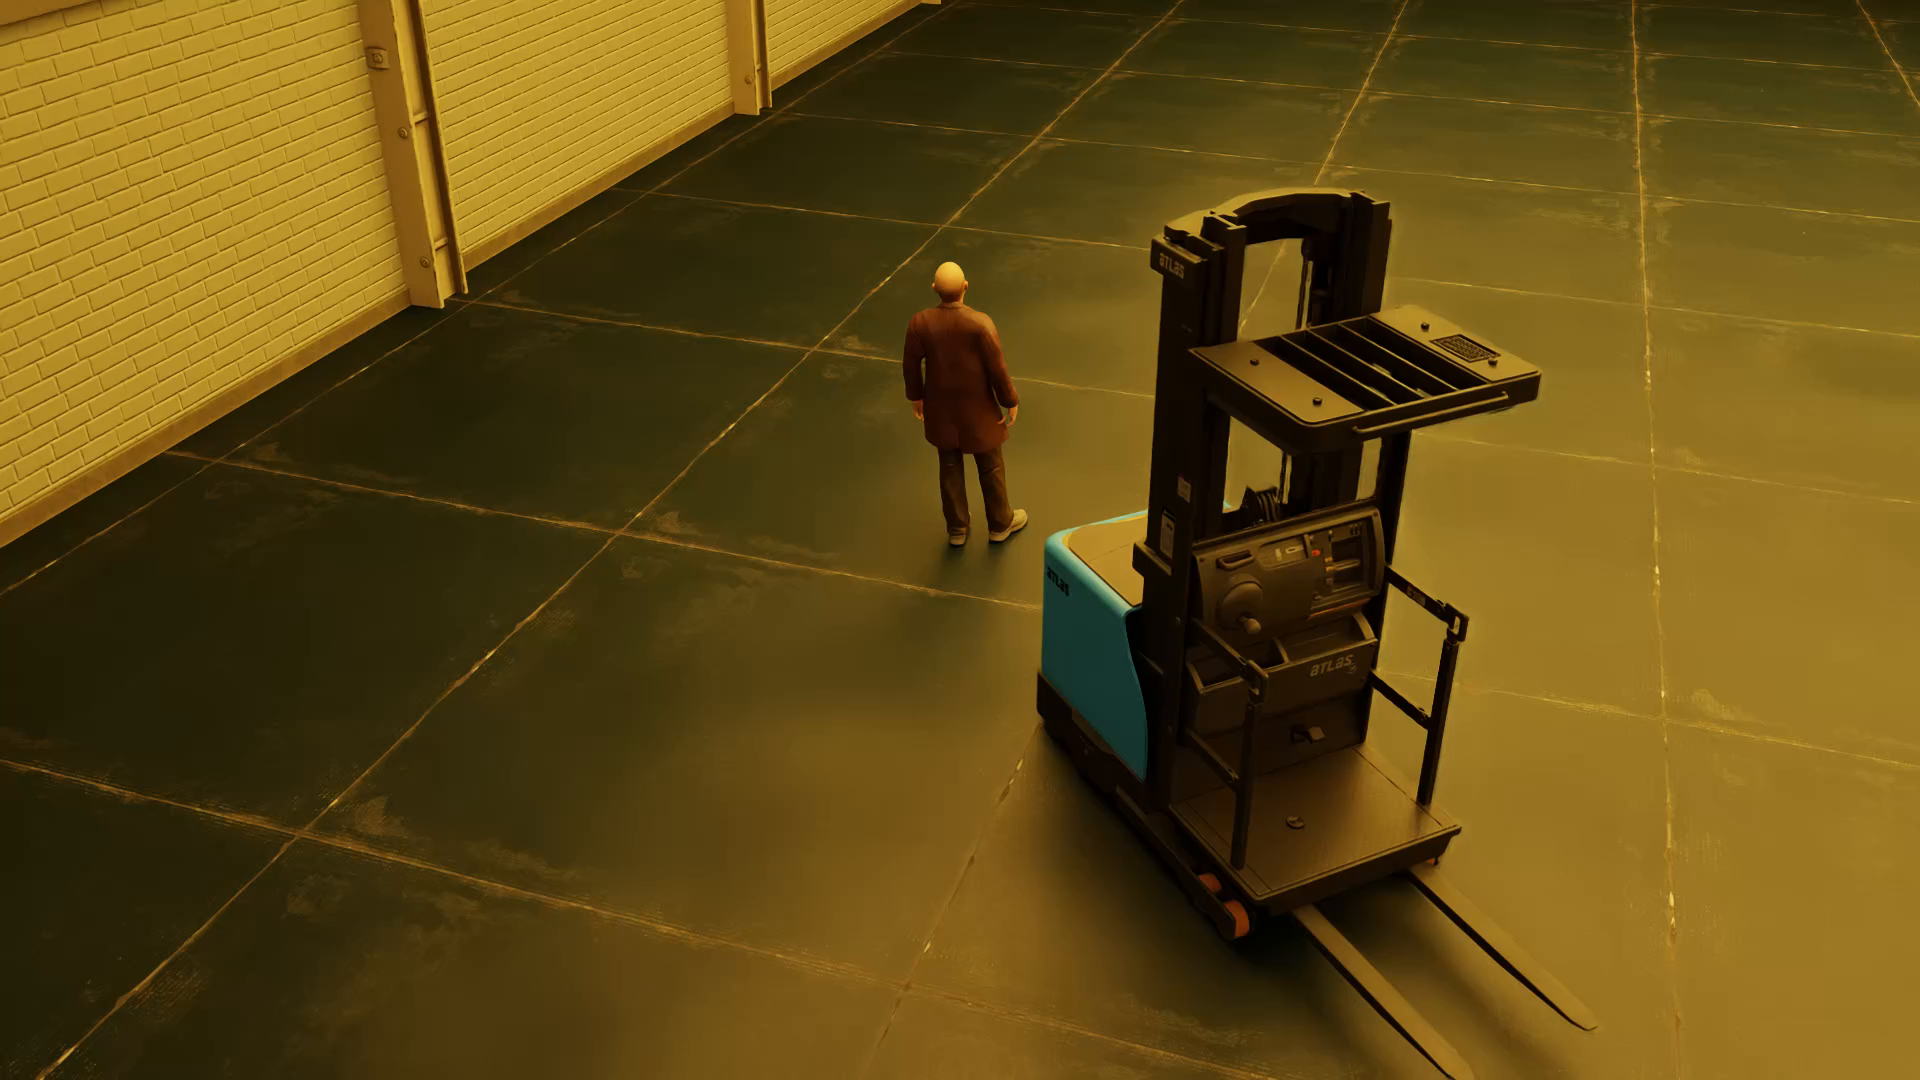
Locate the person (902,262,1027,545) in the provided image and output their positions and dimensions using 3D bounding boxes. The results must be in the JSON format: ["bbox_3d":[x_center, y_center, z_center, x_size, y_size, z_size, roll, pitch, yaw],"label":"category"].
[{"bbox_3d":[0.034,-0.820,9.725,0.696,1.775,0.582,10,31,16],"label":"person"}]

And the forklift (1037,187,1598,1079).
[{"bbox_3d":[1.488,0.182,6.817,1.130,2.935,3.031,-14,32,-22],"label":"forklift"}]
